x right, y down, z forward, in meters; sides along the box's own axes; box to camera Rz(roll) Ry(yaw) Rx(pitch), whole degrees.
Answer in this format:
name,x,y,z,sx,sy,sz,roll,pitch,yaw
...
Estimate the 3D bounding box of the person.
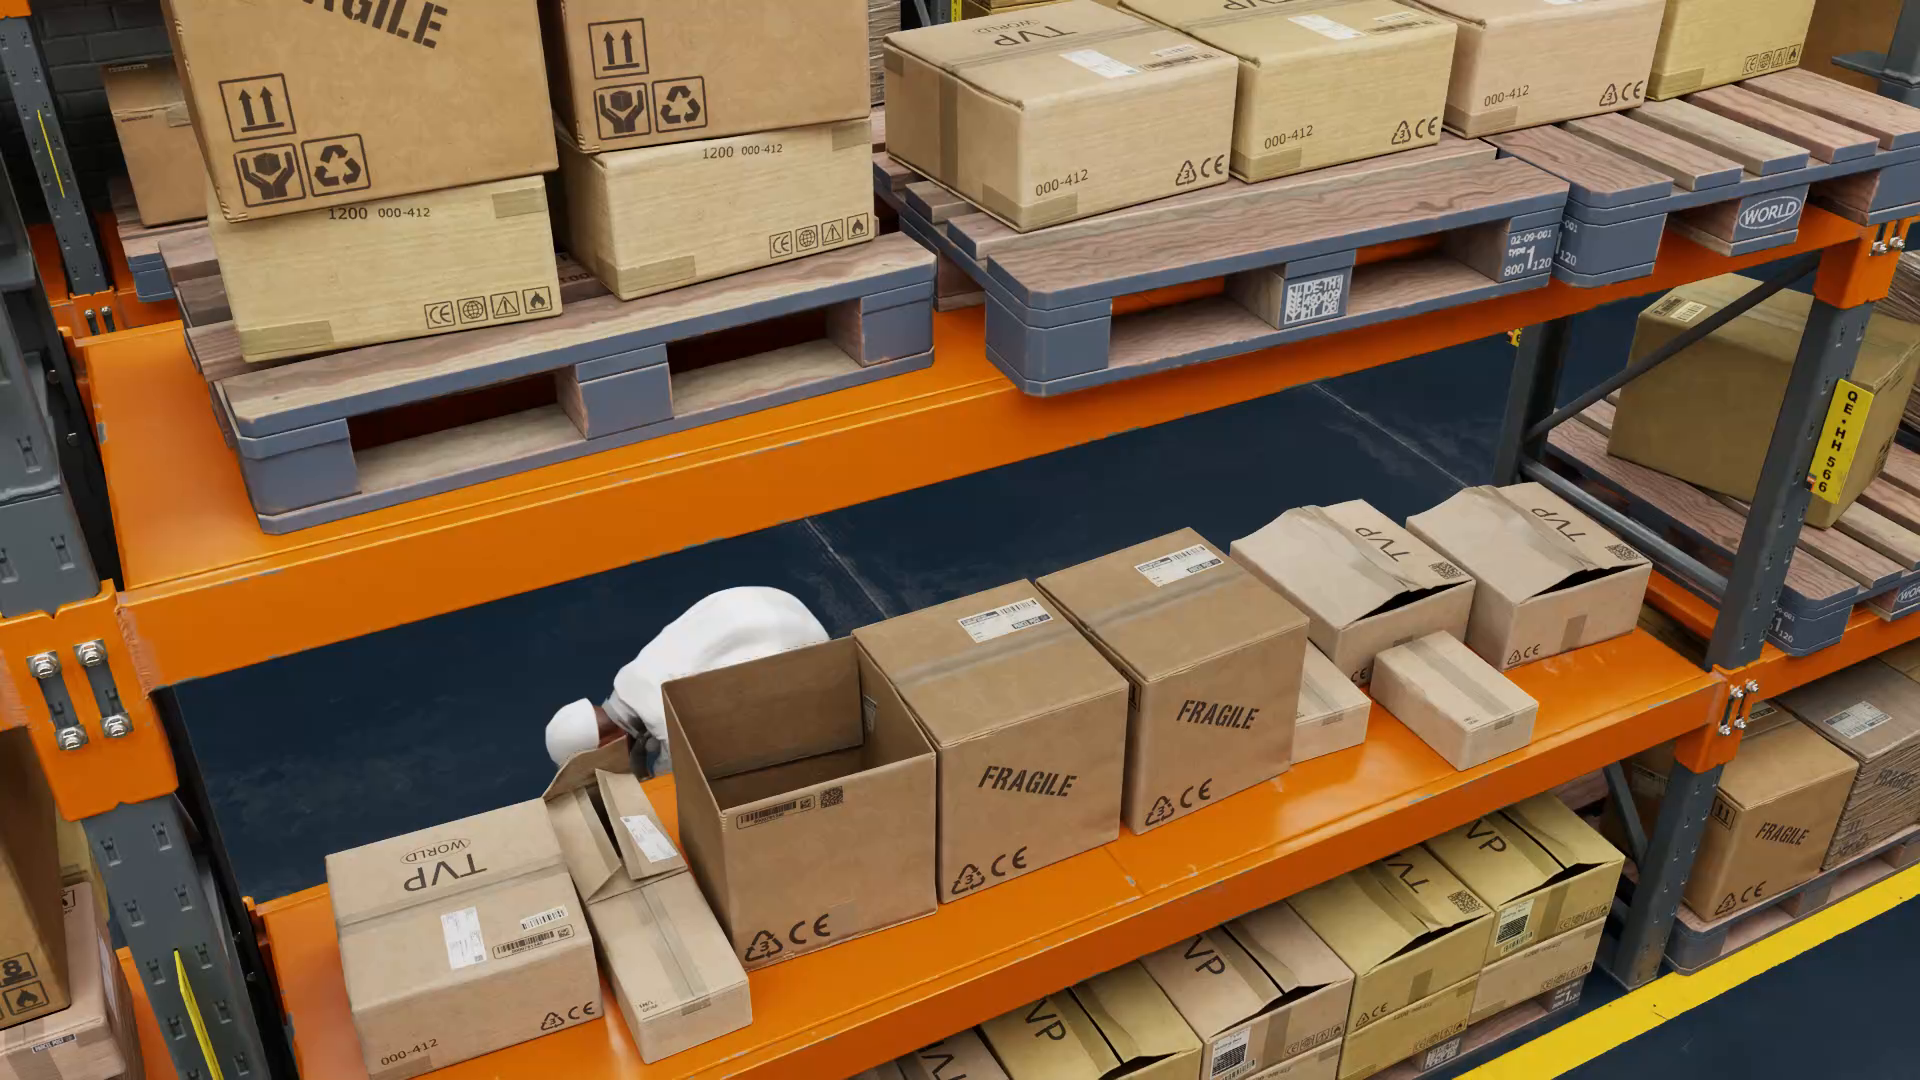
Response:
name,x,y,z,sx,sy,sz,roll,pitch,yaw
person,-0.914,0.700,5.739,0.999,1.001,0.506,-18,37,-25
